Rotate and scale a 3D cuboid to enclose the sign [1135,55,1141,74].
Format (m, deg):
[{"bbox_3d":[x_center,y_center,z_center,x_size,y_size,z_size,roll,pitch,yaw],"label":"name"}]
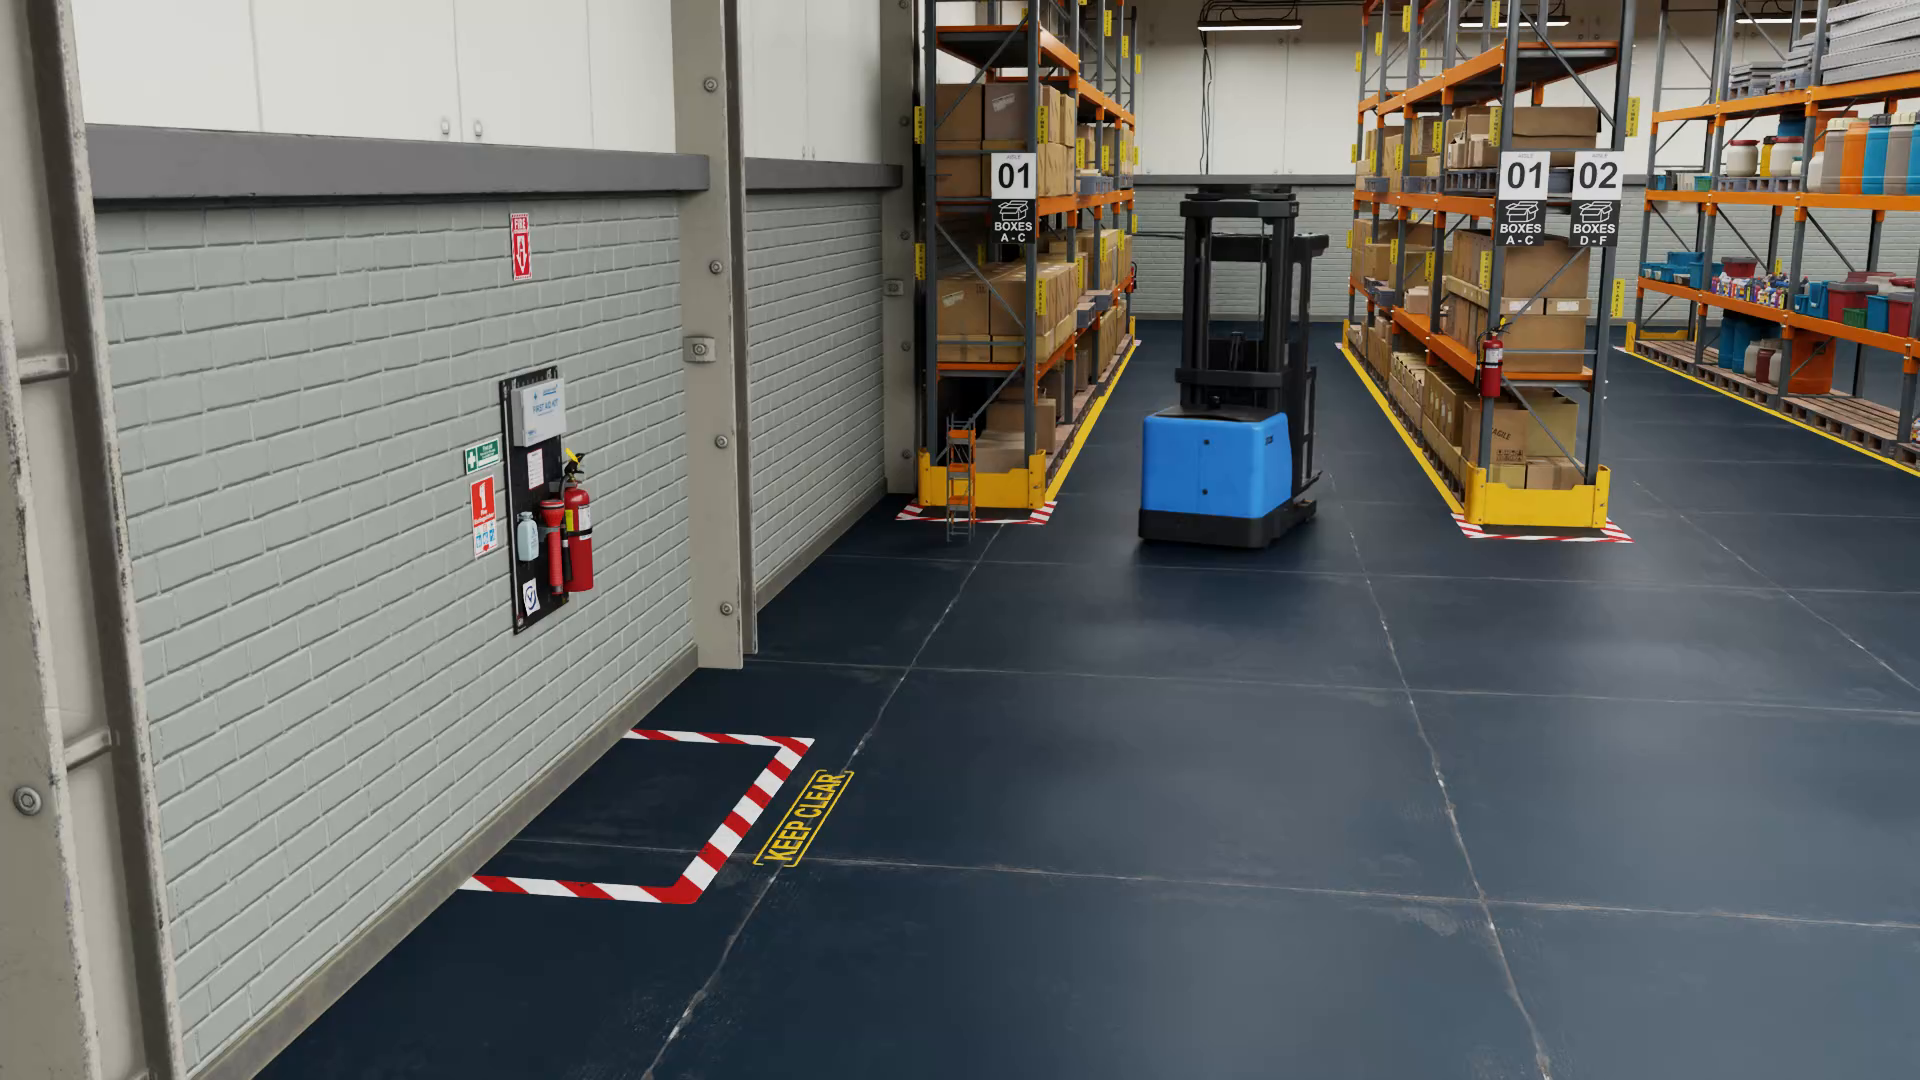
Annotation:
[{"bbox_3d":[3.185,-8.528,29.797,0.100,0.325,0.005,2,12,9],"label":"sign"}]

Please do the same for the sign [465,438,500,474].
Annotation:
[{"bbox_3d":[-2.075,-0.366,7.231,0.001,0.109,0.331,2,12,9],"label":"sign"}]

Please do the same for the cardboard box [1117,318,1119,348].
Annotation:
[{"bbox_3d":[2.333,-3.528,28.178,0.700,0.500,0.500,2,12,8],"label":"cardboard box"}]

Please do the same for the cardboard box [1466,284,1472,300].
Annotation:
[{"bbox_3d":[5.233,-2.456,16.493,0.380,0.149,0.250,2,12,8],"label":"cardboard box"}]

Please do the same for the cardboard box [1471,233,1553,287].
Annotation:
[{"bbox_3d":[5.407,-2.739,16.268,0.700,0.500,0.500,2,12,9],"label":"cardboard box"}]

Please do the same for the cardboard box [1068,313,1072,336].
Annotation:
[{"bbox_3d":[0.947,-2.347,18.071,0.500,0.250,0.500,2,12,9],"label":"cardboard box"}]

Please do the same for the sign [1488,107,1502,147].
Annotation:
[{"bbox_3d":[4.552,-3.511,14.129,0.100,0.325,0.005,2,12,9],"label":"sign"}]

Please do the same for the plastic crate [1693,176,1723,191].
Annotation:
[{"bbox_3d":[11.650,-5.551,25.907,0.416,0.233,0.300,2,12,9],"label":"plastic crate"}]

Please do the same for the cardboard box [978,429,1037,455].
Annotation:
[{"bbox_3d":[0.473,-0.950,16.619,0.500,0.311,0.500,3,13,13],"label":"cardboard box"}]

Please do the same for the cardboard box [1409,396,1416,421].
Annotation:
[{"bbox_3d":[5.558,-1.524,19.477,0.500,0.250,0.500,2,12,8],"label":"cardboard box"}]

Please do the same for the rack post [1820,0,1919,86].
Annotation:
[{"bbox_3d":[10.813,-5.744,18.813,1.013,1.000,3.121,2,12,9],"label":"rack post"}]

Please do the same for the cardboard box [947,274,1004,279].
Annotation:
[{"bbox_3d":[0.140,-2.302,16.083,0.500,0.500,0.500,2,12,9],"label":"cardboard box"}]

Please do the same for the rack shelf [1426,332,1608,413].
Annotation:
[{"bbox_3d":[5.393,-1.694,16.443,1.077,0.370,4.000,2,12,9],"label":"rack shelf"}]

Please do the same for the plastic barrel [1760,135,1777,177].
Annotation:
[{"bbox_3d":[11.885,-5.533,23.986,0.600,0.588,0.600,0,12,0],"label":"plastic barrel"}]

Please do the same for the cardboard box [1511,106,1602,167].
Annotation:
[{"bbox_3d":[5.178,-3.540,14.604,0.797,0.503,0.637,3,12,13],"label":"cardboard box"}]

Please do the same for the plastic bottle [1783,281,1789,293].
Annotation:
[{"bbox_3d":[11.768,-3.554,23.669,0.097,0.271,0.097,0,12,0],"label":"plastic bottle"}]

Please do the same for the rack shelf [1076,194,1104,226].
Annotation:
[{"bbox_3d":[1.113,-4.153,20.732,1.077,0.370,4.000,2,12,9],"label":"rack shelf"}]

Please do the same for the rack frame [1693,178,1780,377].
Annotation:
[{"bbox_3d":[11.825,-3.966,25.278,1.000,3.000,0.127,2,12,9],"label":"rack frame"}]

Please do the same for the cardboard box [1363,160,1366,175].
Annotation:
[{"bbox_3d":[6.975,-6.187,27.632,0.500,0.250,0.500,2,12,9],"label":"cardboard box"}]

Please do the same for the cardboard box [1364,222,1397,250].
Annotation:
[{"bbox_3d":[6.829,-4.886,26.933,0.500,0.500,0.500,2,12,8],"label":"cardboard box"}]

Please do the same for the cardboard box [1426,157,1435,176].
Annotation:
[{"bbox_3d":[6.302,-4.797,21.372,0.500,0.250,0.500,1,12,4],"label":"cardboard box"}]

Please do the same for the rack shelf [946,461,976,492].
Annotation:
[{"bbox_3d":[0.008,-0.514,13.937,0.215,0.259,0.240,2,12,9],"label":"rack shelf"}]

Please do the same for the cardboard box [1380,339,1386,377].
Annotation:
[{"bbox_3d":[6.308,-2.598,23.818,0.500,0.500,0.500,1,12,7],"label":"cardboard box"}]

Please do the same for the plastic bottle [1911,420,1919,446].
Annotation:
[{"bbox_3d":[10.112,-1.130,17.550,0.097,0.271,0.097,0,12,0],"label":"plastic bottle"}]

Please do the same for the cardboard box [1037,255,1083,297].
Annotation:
[{"bbox_3d":[1.189,-3.360,21.185,0.700,0.500,0.500,2,12,9],"label":"cardboard box"}]

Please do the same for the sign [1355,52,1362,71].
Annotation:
[{"bbox_3d":[7.010,-8.406,29.233,0.100,0.325,0.005,2,12,9],"label":"sign"}]

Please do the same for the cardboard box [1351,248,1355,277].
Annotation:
[{"bbox_3d":[7.218,-4.925,29.491,0.500,0.500,0.500,2,12,10],"label":"cardboard box"}]

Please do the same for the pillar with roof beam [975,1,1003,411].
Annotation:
[{"bbox_3d":[4.620,-6.005,20.499,9.100,9.000,0.400,2,12,9],"label":"pillar with roof beam"}]

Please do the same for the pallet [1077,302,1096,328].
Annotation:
[{"bbox_3d":[1.067,-2.683,19.777,1.003,0.211,1.213,2,12,9],"label":"pallet"}]

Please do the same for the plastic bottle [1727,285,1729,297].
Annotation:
[{"bbox_3d":[11.246,-3.645,24.260,0.097,0.201,0.097,0,12,0],"label":"plastic bottle"}]

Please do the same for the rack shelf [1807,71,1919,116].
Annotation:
[{"bbox_3d":[10.902,-5.103,18.968,1.077,0.370,4.000,2,12,9],"label":"rack shelf"}]

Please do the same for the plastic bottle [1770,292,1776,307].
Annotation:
[{"bbox_3d":[10.937,-3.226,22.316,0.097,0.201,0.097,0,12,0],"label":"plastic bottle"}]

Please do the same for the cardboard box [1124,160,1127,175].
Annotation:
[{"bbox_3d":[2.495,-6.175,27.530,0.500,0.250,0.500,2,12,7],"label":"cardboard box"}]

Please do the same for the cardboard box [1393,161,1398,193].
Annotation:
[{"bbox_3d":[6.428,-5.008,22.755,0.910,0.500,0.500,2,12,9],"label":"cardboard box"}]

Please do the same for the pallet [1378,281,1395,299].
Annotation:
[{"bbox_3d":[6.610,-3.606,24.062,1.003,0.211,1.213,2,12,9],"label":"pallet"}]

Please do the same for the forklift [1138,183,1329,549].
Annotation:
[{"bbox_3d":[2.554,-1.626,14.582,1.130,2.935,3.031,6,13,24],"label":"forklift"}]

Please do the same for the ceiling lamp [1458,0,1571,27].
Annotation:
[{"bbox_3d":[10.431,-11.223,30.856,2.000,3.185,0.800,2,12,9],"label":"ceiling lamp"}]

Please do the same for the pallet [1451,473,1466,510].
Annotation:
[{"bbox_3d":[5.162,-0.427,15.474,1.003,0.211,1.213,2,12,9],"label":"pallet"}]

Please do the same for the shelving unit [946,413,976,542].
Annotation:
[{"bbox_3d":[0.008,-0.524,13.934,0.215,1.050,0.252,2,12,9],"label":"shelving unit"}]

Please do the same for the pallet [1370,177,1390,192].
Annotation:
[{"bbox_3d":[6.605,-5.153,24.109,1.213,0.211,1.003,2,12,9],"label":"pallet"}]

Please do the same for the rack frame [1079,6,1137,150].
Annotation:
[{"bbox_3d":[2.651,-8.053,29.999,1.000,3.000,0.127,2,12,9],"label":"rack frame"}]

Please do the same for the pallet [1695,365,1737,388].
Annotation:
[{"bbox_3d":[11.665,-2.444,24.833,1.003,0.211,1.213,2,12,9],"label":"pallet"}]

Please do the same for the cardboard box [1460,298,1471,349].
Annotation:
[{"bbox_3d":[5.483,-2.204,16.864,0.700,0.500,0.500,2,12,9],"label":"cardboard box"}]

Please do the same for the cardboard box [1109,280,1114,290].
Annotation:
[{"bbox_3d":[2.181,-3.932,25.668,0.380,0.149,0.250,2,12,9],"label":"cardboard box"}]

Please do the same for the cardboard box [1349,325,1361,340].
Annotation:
[{"bbox_3d":[7.105,-3.623,29.168,0.500,0.250,0.500,2,12,9],"label":"cardboard box"}]

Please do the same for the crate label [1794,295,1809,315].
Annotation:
[{"bbox_3d":[10.775,-2.976,21.081,0.303,0.233,0.416,2,12,9],"label":"crate label"}]

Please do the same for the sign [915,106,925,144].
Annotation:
[{"bbox_3d":[-0.355,-3.711,14.870,0.100,0.325,0.005,2,12,9],"label":"sign"}]

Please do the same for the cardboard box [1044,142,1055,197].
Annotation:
[{"bbox_3d":[0.607,-3.487,15.647,0.500,0.500,0.500,3,12,12],"label":"cardboard box"}]

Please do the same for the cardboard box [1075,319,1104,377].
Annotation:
[{"bbox_3d":[1.663,-2.758,23.777,0.750,0.750,0.750,2,12,8],"label":"cardboard box"}]

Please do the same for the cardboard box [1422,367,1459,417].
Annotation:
[{"bbox_3d":[5.320,-1.604,18.065,0.500,0.500,0.500,2,12,9],"label":"cardboard box"}]

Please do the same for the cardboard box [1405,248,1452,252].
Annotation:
[{"bbox_3d":[6.631,-3.868,23.588,0.700,0.500,0.500,4,13,19],"label":"cardboard box"}]

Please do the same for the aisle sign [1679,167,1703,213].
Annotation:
[{"bbox_3d":[12.741,-6.075,28.893,0.394,0.787,0.004,2,12,9],"label":"aisle sign"}]

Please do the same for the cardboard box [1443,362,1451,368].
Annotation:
[{"bbox_3d":[6.325,-2.100,20.816,0.500,0.311,0.500,2,12,8],"label":"cardboard box"}]

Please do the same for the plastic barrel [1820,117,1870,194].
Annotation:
[{"bbox_3d":[10.869,-4.681,20.285,0.600,0.901,0.600,0,12,0],"label":"plastic barrel"}]
